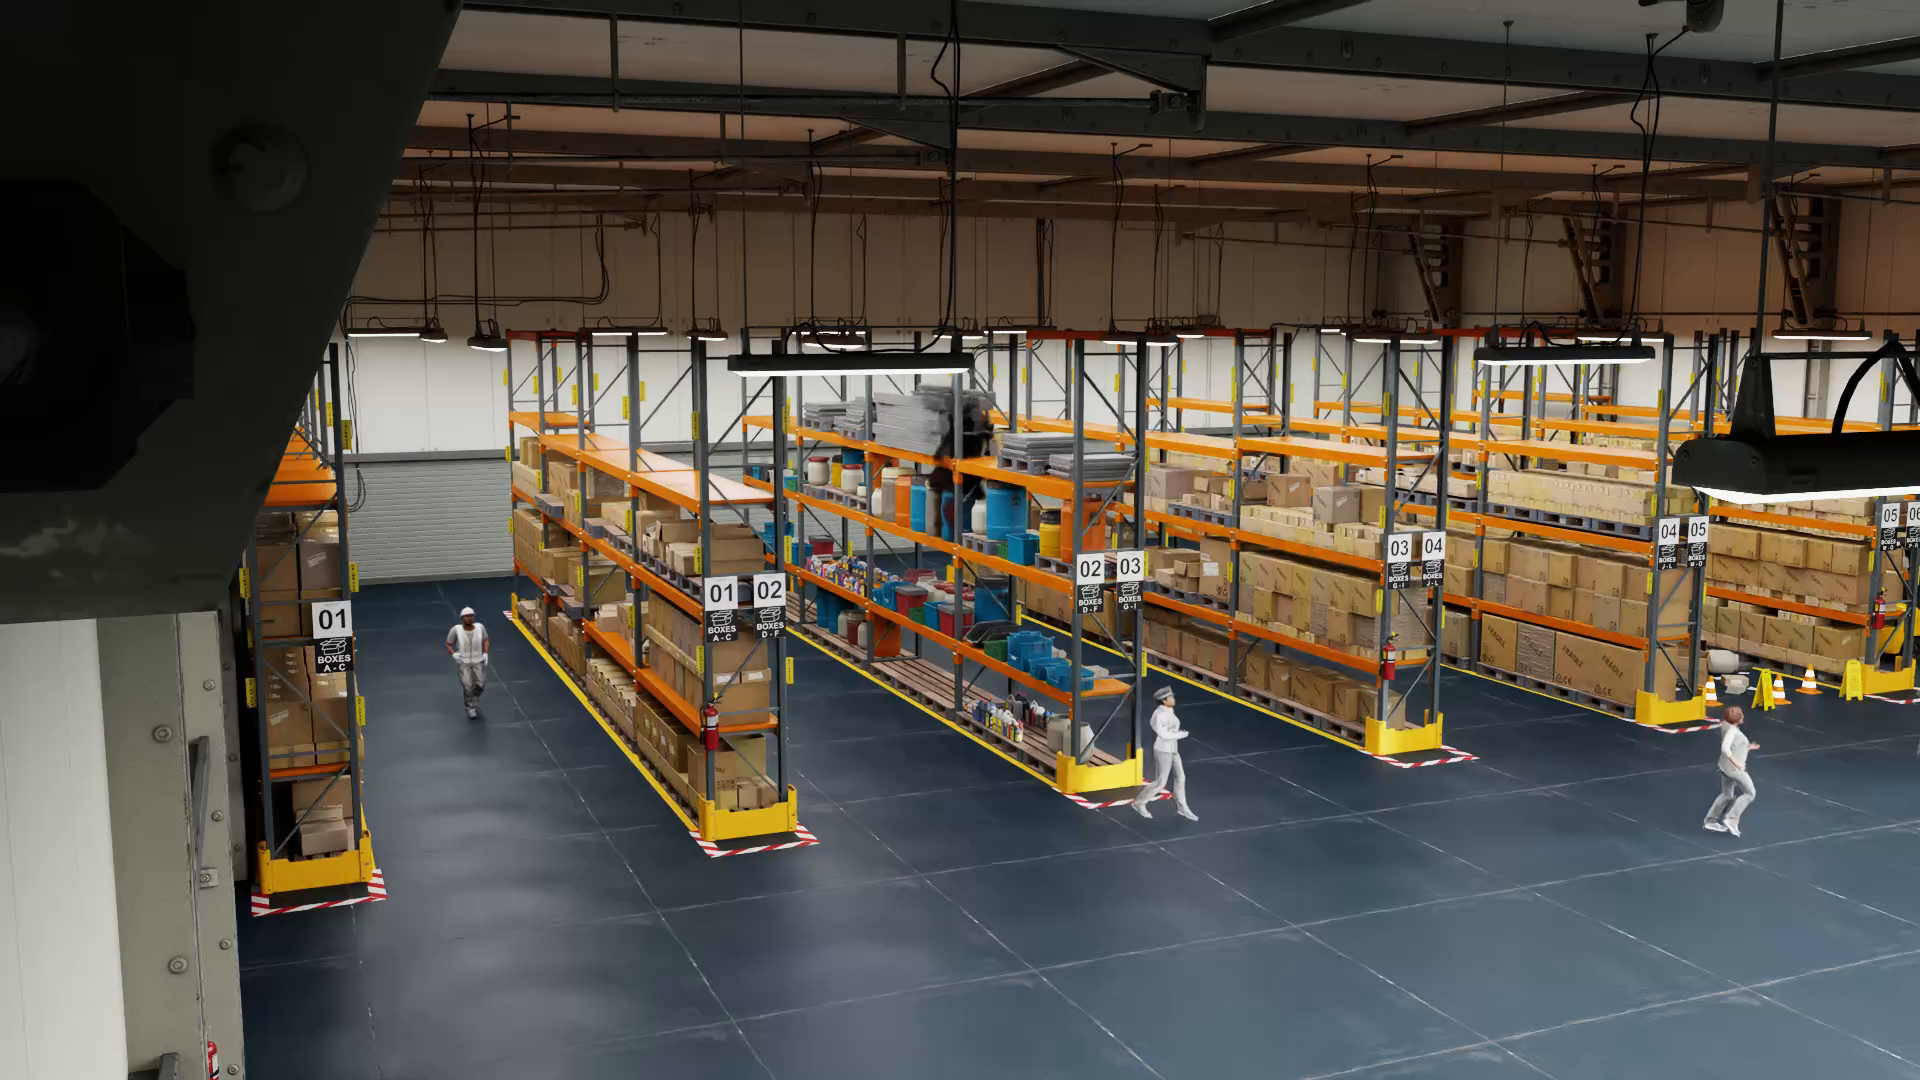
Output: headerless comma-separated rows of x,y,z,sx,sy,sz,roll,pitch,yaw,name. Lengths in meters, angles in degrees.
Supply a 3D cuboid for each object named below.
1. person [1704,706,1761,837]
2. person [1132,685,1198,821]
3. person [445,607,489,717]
9.407,2.809,20.197,0.635,1.609,0.518,0,8,2,person
2.572,2.663,20.756,0.821,1.725,0.619,2,8,15,person
-7.726,1.920,26.144,0.685,1.745,0.596,-4,9,-27,person
